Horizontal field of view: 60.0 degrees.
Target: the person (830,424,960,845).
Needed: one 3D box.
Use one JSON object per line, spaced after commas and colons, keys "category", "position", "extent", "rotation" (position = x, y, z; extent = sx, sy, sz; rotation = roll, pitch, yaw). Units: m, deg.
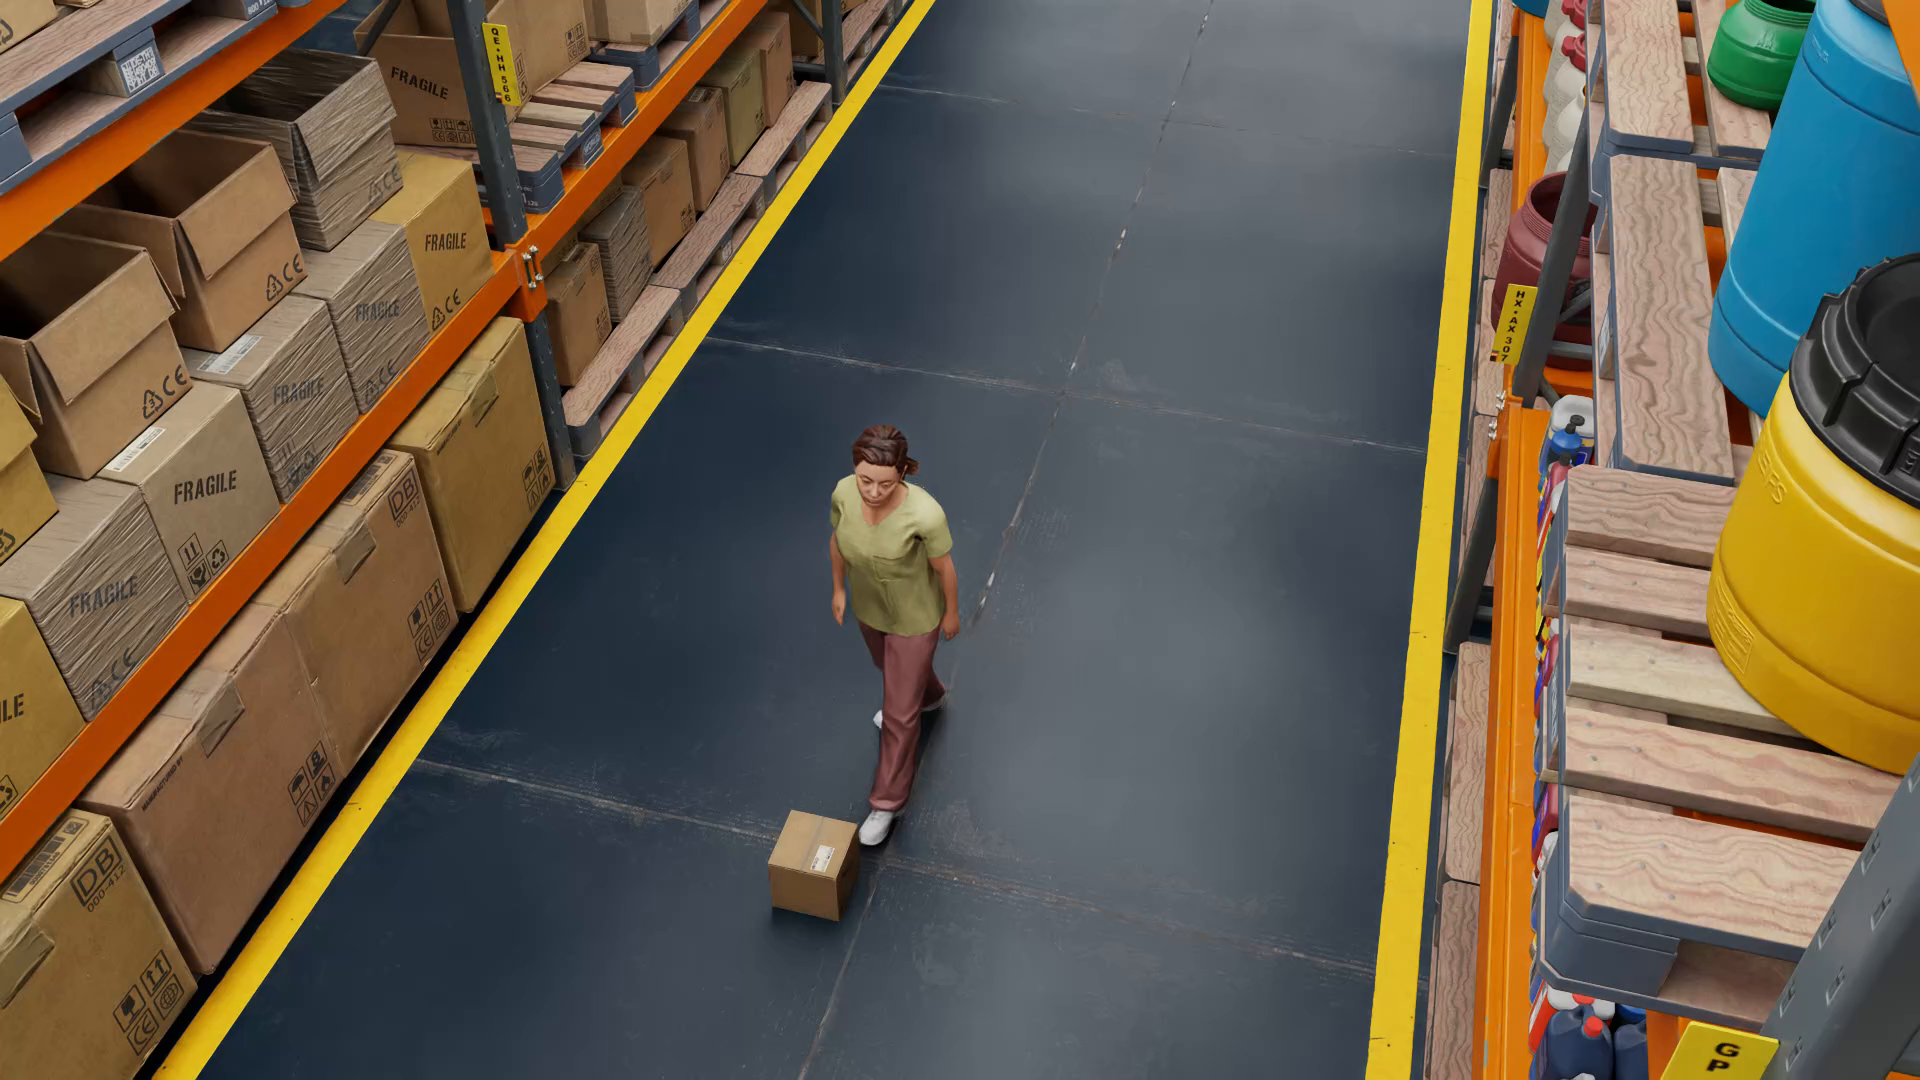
{"category": "person", "position": [-0.269, 0.257, 5.857], "extent": [0.468, 1.651, 0.803], "rotation": [24, 46, 25]}
